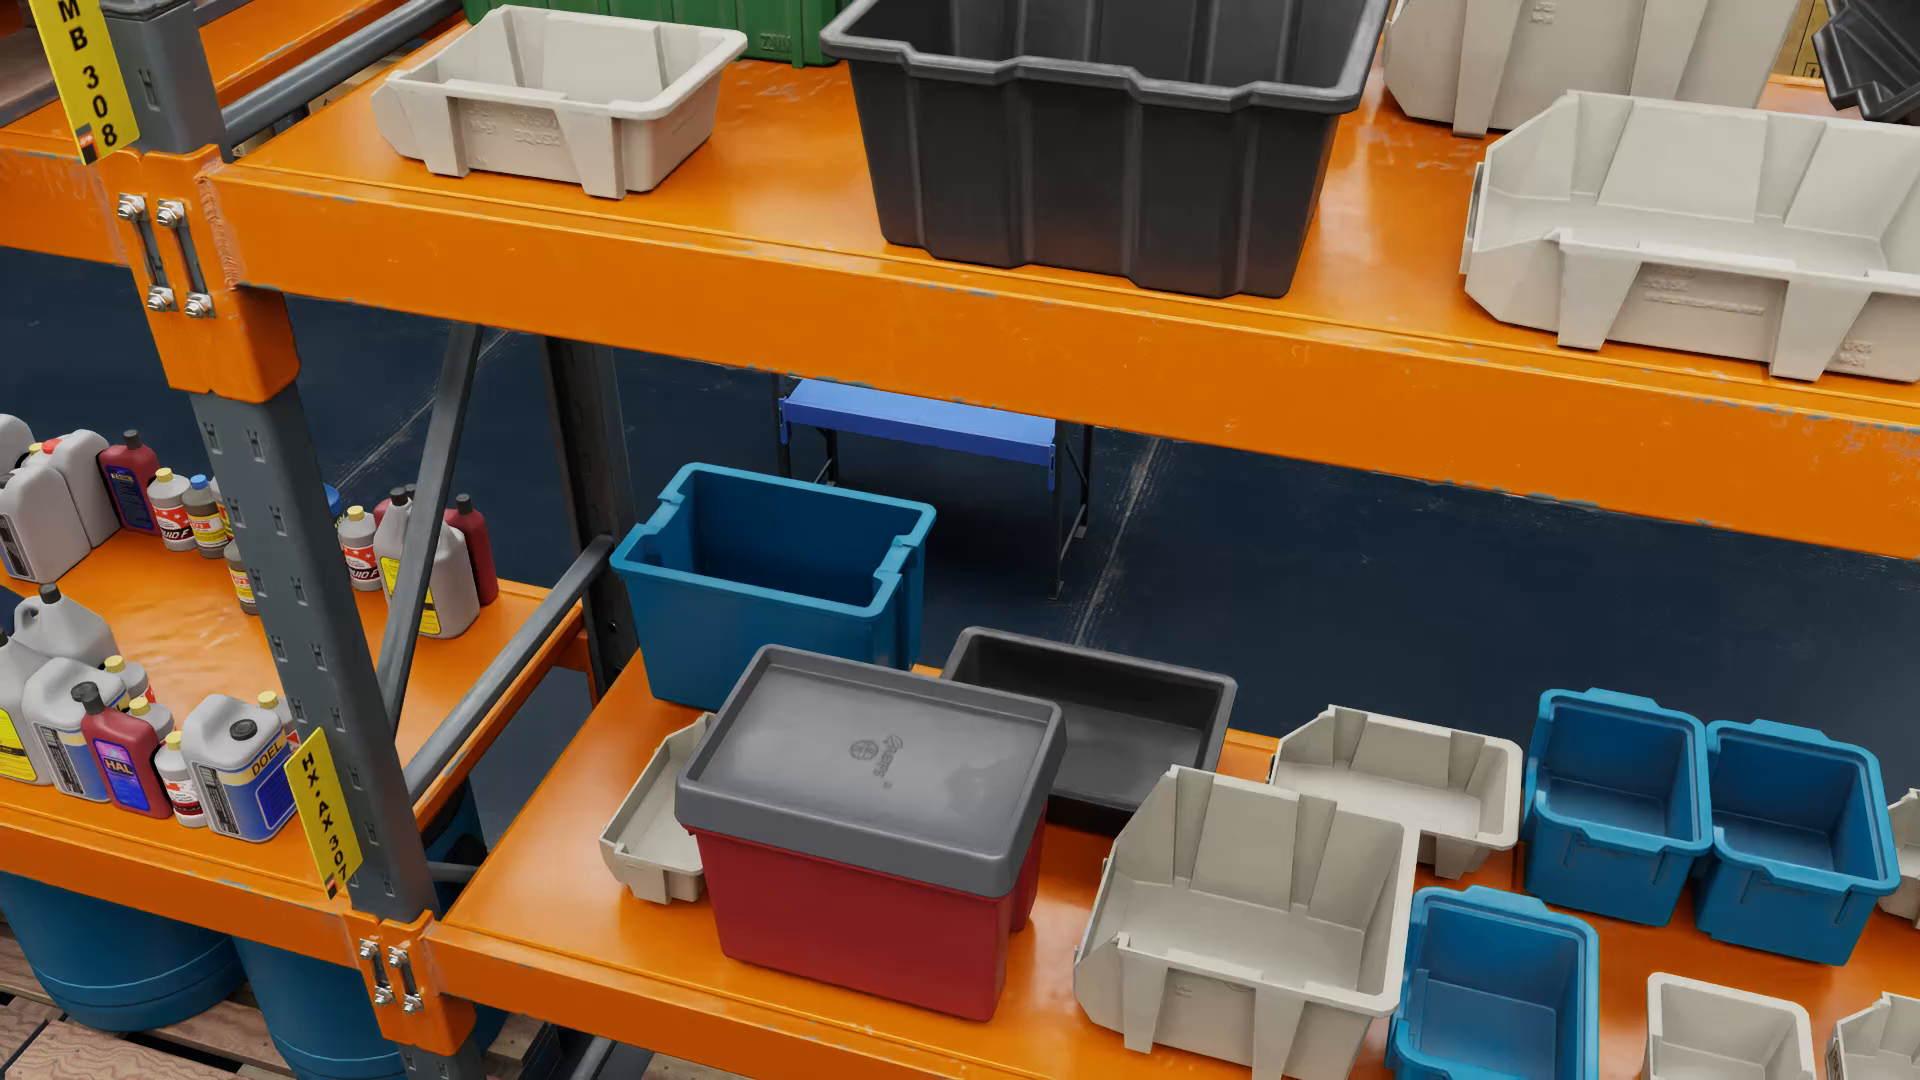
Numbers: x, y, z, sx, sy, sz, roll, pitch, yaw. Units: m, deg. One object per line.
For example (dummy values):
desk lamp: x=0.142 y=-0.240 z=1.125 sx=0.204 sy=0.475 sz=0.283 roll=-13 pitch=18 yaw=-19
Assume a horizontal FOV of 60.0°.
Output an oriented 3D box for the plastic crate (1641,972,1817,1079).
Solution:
plastic crate: x=1.231 y=0.883 z=2.692 sx=0.250 sy=0.136 sz=0.298 roll=10 pitch=38 yaw=14

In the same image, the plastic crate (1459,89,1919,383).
plastic crate: x=0.851 y=-0.348 z=1.884 sx=0.530 sy=0.136 sz=0.437 roll=10 pitch=38 yaw=14

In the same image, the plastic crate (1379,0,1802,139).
plastic crate: x=0.874 y=-0.748 z=2.305 sx=0.530 sy=0.282 sz=0.437 roll=10 pitch=38 yaw=14

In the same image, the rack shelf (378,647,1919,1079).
rack shelf: x=0.988 y=0.915 z=3.083 sx=4.000 sy=0.370 sz=1.077 roll=10 pitch=38 yaw=14

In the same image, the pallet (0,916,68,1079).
pallet: x=-2.813 y=1.021 z=4.685 sx=1.213 sy=0.211 sz=1.003 roll=10 pitch=38 yaw=14

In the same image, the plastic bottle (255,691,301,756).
plastic bottle: x=-1.374 y=0.391 z=3.355 sx=0.097 sy=0.201 sz=0.097 roll=0 pitch=36 yaw=0

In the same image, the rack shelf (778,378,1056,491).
rack shelf: x=-0.081 y=-0.474 z=5.933 sx=1.000 sy=0.185 sz=0.538 roll=10 pitch=38 yaw=14

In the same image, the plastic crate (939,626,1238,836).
plastic crate: x=0.228 y=0.404 z=3.351 sx=0.590 sy=0.125 sz=0.437 roll=10 pitch=38 yaw=14

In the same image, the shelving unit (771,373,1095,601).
shelving unit: x=-0.081 y=-0.619 z=5.826 sx=1.048 sy=1.500 sz=0.538 roll=10 pitch=38 yaw=14

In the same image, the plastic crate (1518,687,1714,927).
plastic crate: x=1.217 y=0.507 z=3.122 sx=0.300 sy=0.233 sz=0.416 roll=10 pitch=38 yaw=14

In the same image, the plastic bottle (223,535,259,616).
plastic bottle: x=-1.618 y=0.064 z=3.800 sx=0.097 sy=0.201 sz=0.097 roll=0 pitch=36 yaw=0

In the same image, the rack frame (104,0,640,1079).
rack frame: x=-0.921 y=0.272 z=3.350 sx=0.127 sy=3.000 sz=1.000 roll=10 pitch=38 yaw=14

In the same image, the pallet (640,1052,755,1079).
pallet: x=-0.207 y=1.503 z=4.030 sx=1.213 sy=0.211 sz=1.003 roll=10 pitch=38 yaw=14

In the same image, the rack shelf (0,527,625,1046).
rack shelf: x=-2.830 y=0.208 z=4.043 sx=4.000 sy=0.370 sz=1.077 roll=10 pitch=38 yaw=14

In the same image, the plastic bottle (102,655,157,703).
plastic bottle: x=-1.722 y=0.327 z=3.443 sx=0.097 sy=0.201 sz=0.097 roll=0 pitch=36 yaw=0

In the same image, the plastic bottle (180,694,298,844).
plastic bottle: x=-1.393 y=0.435 z=3.233 sx=0.135 sy=0.276 sz=0.152 roll=10 pitch=38 yaw=14

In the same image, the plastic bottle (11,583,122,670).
plastic bottle: x=-1.853 y=0.233 z=3.445 sx=0.185 sy=0.351 sz=0.144 roll=10 pitch=38 yaw=14

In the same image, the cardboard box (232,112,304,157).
cardboard box: x=-3.833 y=-2.254 z=8.747 sx=0.500 sy=0.250 sz=0.500 roll=11 pitch=38 yaw=15

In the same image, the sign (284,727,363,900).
sign: x=-1.086 y=0.471 z=2.845 sx=0.005 sy=0.325 sz=0.100 roll=10 pitch=38 yaw=14

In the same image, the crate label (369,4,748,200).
crate label: x=-0.540 y=-0.580 z=2.199 sx=0.466 sy=0.136 sz=0.293 roll=10 pitch=38 yaw=14

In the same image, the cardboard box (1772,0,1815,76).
cardboard box: x=2.899 y=-1.969 z=6.311 sx=0.500 sy=0.500 sz=0.500 roll=11 pitch=38 yaw=14

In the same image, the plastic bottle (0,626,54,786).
plastic bottle: x=-1.896 y=0.315 z=3.334 sx=0.185 sy=0.351 sz=0.144 roll=10 pitch=38 yaw=14

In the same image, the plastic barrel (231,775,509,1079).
plastic barrel: x=-1.435 y=0.842 z=3.991 sx=0.708 sy=0.901 sz=0.600 roll=10 pitch=38 yaw=14

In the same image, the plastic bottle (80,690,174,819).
plastic bottle: x=-1.628 y=0.417 z=3.251 sx=0.133 sy=0.283 sz=0.061 roll=10 pitch=38 yaw=14

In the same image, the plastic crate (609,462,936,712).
plastic crate: x=-0.373 y=0.144 z=3.487 sx=0.575 sy=0.384 sz=0.392 roll=10 pitch=38 yaw=14

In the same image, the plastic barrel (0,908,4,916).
plastic barrel: x=-2.623 y=0.724 z=4.481 sx=0.421 sy=0.512 sz=0.421 roll=0 pitch=36 yaw=0

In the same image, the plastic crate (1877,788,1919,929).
plastic crate: x=1.831 y=0.608 z=3.066 sx=0.298 sy=0.136 sz=0.250 roll=10 pitch=38 yaw=14

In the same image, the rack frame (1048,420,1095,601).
rack frame: x=0.404 y=-0.529 z=5.704 sx=0.032 sy=1.500 sz=0.500 roll=10 pitch=38 yaw=14

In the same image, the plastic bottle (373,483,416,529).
plastic bottle: x=-1.271 y=-0.011 z=3.833 sx=0.133 sy=0.283 sz=0.061 roll=10 pitch=38 yaw=14

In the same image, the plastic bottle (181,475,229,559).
plastic bottle: x=-1.794 y=-0.063 z=3.973 sx=0.097 sy=0.201 sz=0.097 roll=0 pitch=36 yaw=0

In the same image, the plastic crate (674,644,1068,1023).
plastic crate: x=-0.143 y=0.522 z=2.906 sx=0.583 sy=0.464 sz=0.402 roll=10 pitch=38 yaw=14

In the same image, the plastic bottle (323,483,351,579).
plastic bottle: x=-1.479 y=-0.033 z=3.873 sx=0.097 sy=0.271 sz=0.097 roll=0 pitch=36 yaw=0

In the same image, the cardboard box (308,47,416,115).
cardboard box: x=-2.909 y=-2.165 z=8.399 sx=0.500 sy=0.500 sz=0.500 roll=12 pitch=38 yaw=16

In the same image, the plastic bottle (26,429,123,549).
plastic bottle: x=-2.133 y=-0.139 z=4.013 sx=0.135 sy=0.276 sz=0.152 roll=10 pitch=38 yaw=14

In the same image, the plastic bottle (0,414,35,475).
plastic bottle: x=-2.354 y=-0.180 z=4.069 sx=0.135 sy=0.276 sz=0.152 roll=10 pitch=38 yaw=14
